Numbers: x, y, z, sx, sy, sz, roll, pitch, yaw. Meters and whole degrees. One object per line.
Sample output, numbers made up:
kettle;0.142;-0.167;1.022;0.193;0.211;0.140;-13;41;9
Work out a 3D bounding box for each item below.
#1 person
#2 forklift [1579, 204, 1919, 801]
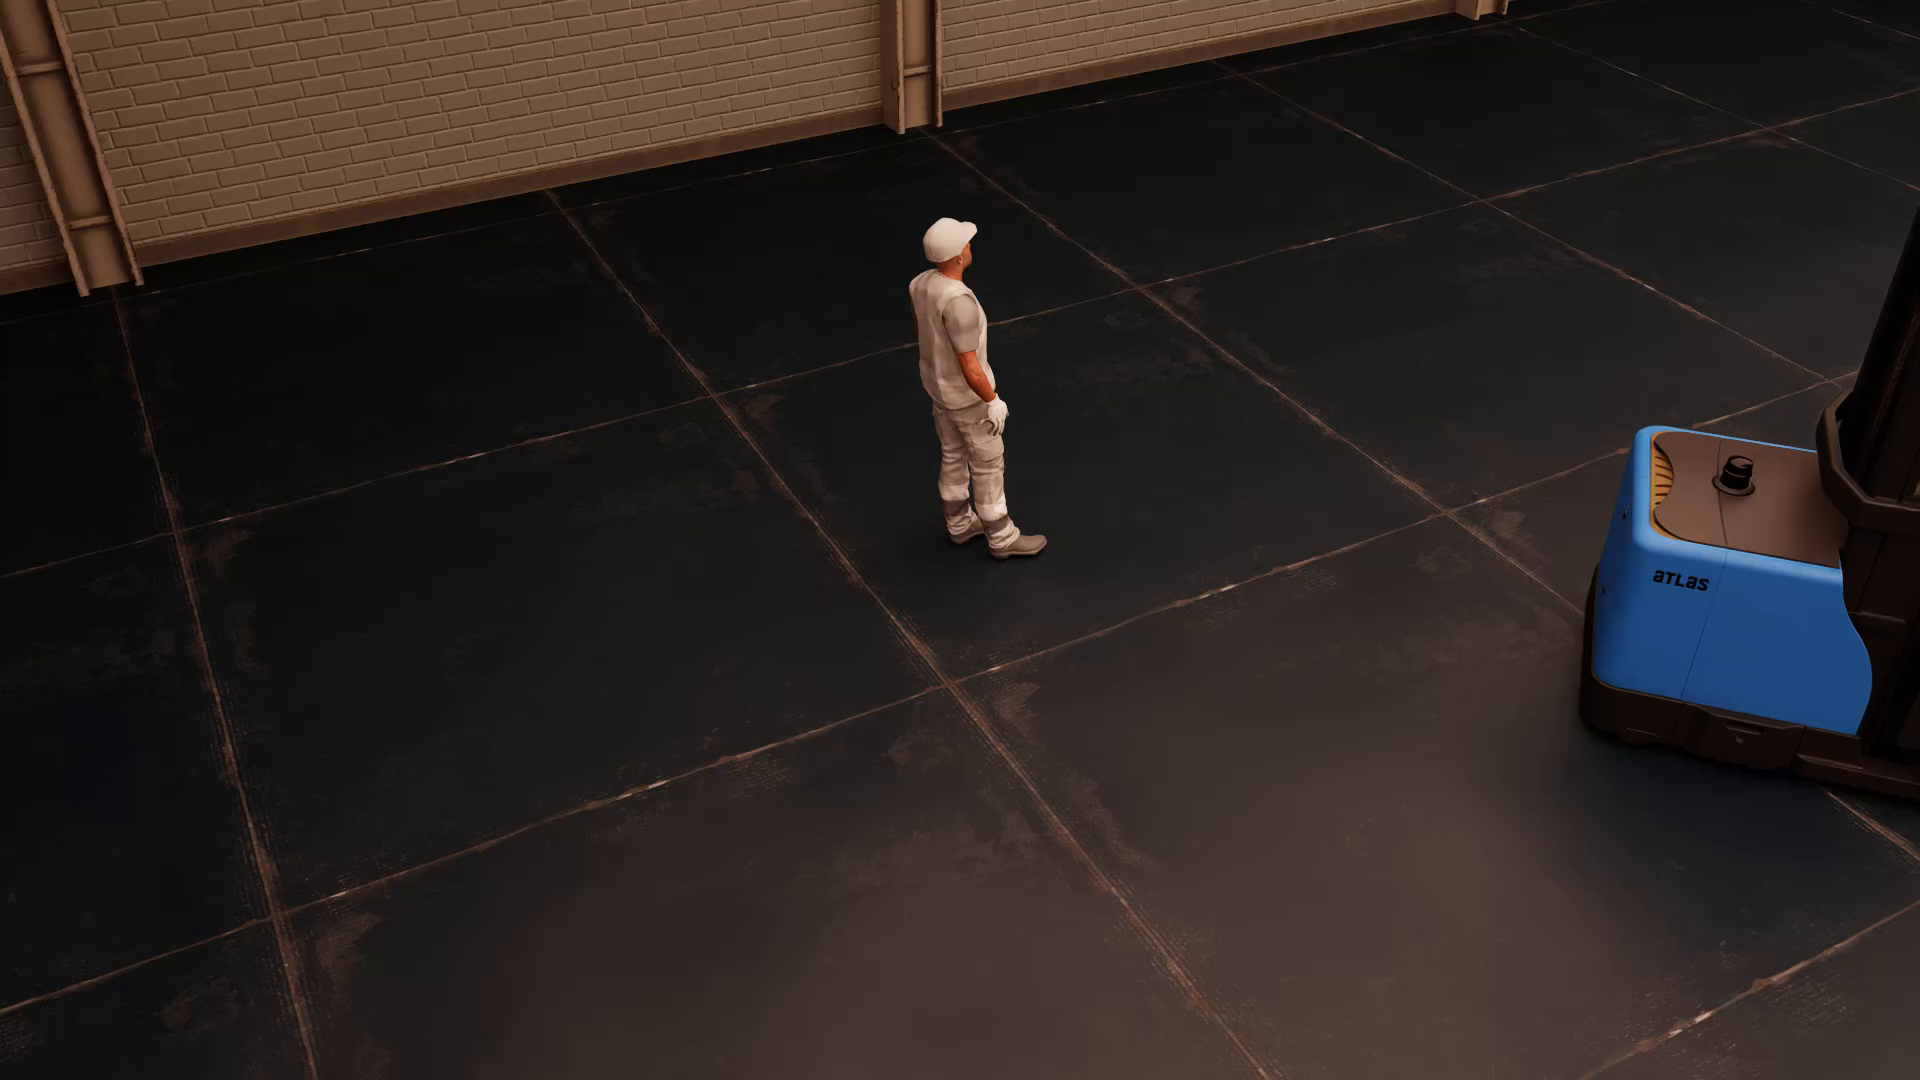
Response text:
person;0.077;-0.753;8.164;0.562;1.790;0.637;-17;39;-23
forklift;4.345;-0.317;6.571;3.031;2.935;1.130;11;37;15
